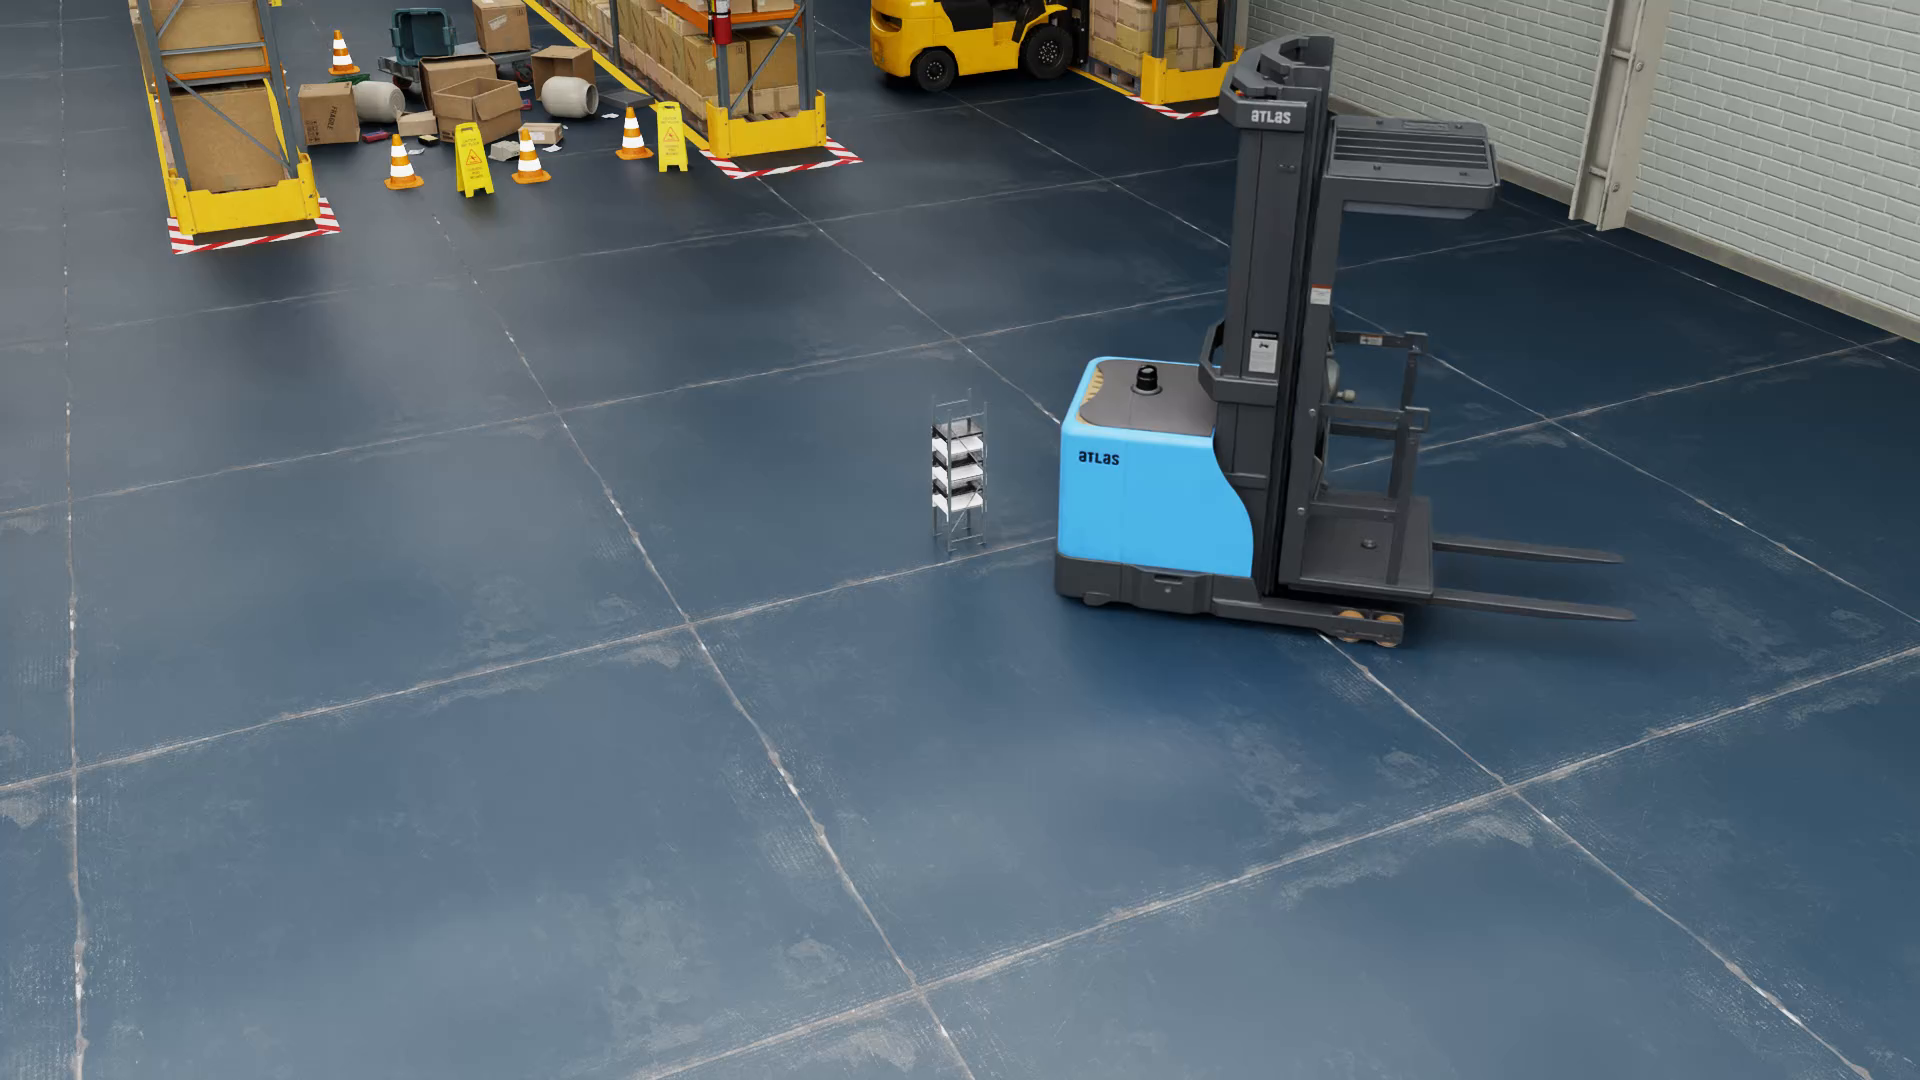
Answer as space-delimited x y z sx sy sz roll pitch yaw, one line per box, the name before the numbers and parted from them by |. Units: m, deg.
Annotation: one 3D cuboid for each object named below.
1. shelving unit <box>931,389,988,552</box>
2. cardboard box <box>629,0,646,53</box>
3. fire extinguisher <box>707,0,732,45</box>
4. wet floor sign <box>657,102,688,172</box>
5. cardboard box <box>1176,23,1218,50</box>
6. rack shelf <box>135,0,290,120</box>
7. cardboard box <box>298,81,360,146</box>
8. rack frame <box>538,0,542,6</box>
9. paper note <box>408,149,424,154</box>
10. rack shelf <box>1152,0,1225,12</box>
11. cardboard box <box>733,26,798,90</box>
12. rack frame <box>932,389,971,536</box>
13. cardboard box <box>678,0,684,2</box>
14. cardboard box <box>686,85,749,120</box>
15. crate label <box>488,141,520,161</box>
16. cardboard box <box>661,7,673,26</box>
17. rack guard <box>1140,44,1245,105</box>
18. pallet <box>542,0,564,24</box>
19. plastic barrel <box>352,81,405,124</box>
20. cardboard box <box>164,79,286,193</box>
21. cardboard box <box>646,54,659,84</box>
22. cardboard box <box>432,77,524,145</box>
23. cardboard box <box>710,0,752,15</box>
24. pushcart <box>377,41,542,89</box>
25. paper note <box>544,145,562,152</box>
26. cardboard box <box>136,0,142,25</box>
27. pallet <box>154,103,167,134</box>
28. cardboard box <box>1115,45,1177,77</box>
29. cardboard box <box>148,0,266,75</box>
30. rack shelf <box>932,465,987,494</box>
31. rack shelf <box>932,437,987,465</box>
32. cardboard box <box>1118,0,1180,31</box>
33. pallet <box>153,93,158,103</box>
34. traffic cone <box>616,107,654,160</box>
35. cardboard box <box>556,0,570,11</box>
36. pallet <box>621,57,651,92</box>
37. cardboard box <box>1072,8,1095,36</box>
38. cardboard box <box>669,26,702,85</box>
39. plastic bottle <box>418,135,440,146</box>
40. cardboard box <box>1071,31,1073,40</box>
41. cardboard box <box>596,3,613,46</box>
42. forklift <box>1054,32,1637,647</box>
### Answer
shelving unit | -0.003 -0.396 9.536 0.258 0.900 0.210 -13 32 -22
cardboard box | -3.372 -5.774 18.595 0.500 0.500 0.500 -12 31 -20
fire extinguisher | -2.272 -5.066 15.797 0.296 0.674 0.183 -13 32 -22
wet floor sign | -2.789 -3.912 16.067 0.267 0.644 0.232 -3 29 -5
cardboard box | 2.563 -5.745 18.798 0.500 0.250 0.500 -12 32 -21
rack shelf | -7.190 -4.733 15.859 1.077 0.370 4.000 -13 32 -22
cardboard box | -6.456 -4.371 17.031 0.500 0.500 0.500 -8 30 -13
rack frame | -5.339 -8.781 22.343 1.000 3.000 0.127 -13 32 -22
paper note | -5.454 -3.898 16.673 0.144 0.017 0.142 -3 29 -5
rack shelf | 1.718 -6.861 19.654 1.077 0.370 4.000 -13 32 -22
cardboard box | -2.012 -4.983 17.185 0.500 0.500 0.500 -14 32 -24
rack frame | -0.047 -0.441 9.616 0.240 0.900 0.006 -13 32 -22
cardboard box | -2.696 -5.572 16.877 0.380 0.149 0.250 -13 32 -21
cardboard box | -2.505 -4.542 17.166 0.500 0.250 0.500 -13 32 -22
crate label | -4.504 -3.869 16.510 0.298 0.136 0.250 19 34 30
cardboard box | -2.919 -5.517 17.474 0.380 0.149 0.250 -12 31 -20
rack guard | 2.587 -5.190 18.495 1.175 0.500 0.348 -13 32 -22
pallet | -5.005 -7.220 22.409 1.003 0.211 1.213 -13 32 -22
plastic barrel | -6.177 -4.628 17.570 0.512 0.421 0.421 7 30 13
cardboard box | -6.683 -3.706 15.034 0.875 0.875 0.875 -13 32 -22
cardboard box | -3.143 -5.214 18.363 0.500 0.250 0.500 -14 32 -23
cardboard box | -4.945 -4.403 17.087 0.637 0.503 0.797 13 32 21
cardboard box | -2.258 -5.258 16.317 0.380 0.149 0.250 -12 31 -20
pushcart | -5.660 -5.370 18.940 0.936 0.377 1.648 26 38 38
paper note | -4.108 -3.952 16.767 0.142 0.019 0.148 26 38 38
cardboard box | -7.498 -5.334 16.042 0.875 0.550 0.550 -13 32 -22
pallet | -7.793 -4.362 17.313 1.003 0.211 1.213 -13 32 -22
cardboard box | 2.090 -5.416 18.724 0.500 0.250 0.500 -13 32 -22
cardboard box | -6.532 -4.383 14.347 0.875 0.550 0.550 -13 32 -22
rack shelf | -0.003 -0.367 9.553 0.258 0.077 0.200 -13 32 -22
rack shelf | -0.003 -0.524 9.465 0.258 0.077 0.200 -13 32 -22
cardboard box | 2.097 -5.849 18.474 0.500 0.250 0.500 -12 31 -20
pallet | -8.448 -5.039 18.521 1.003 0.211 1.213 -13 32 -22
traffic cone | -3.254 -4.060 16.517 0.336 0.463 0.334 -13 32 -22
cardboard box | -4.781 -7.242 21.856 0.950 0.372 0.625 -14 32 -23
pallet | -3.302 -5.509 19.358 1.003 0.211 1.213 -13 32 -22
cardboard box | 1.639 -6.090 19.415 0.500 0.250 0.500 -14 32 -23
cardboard box | -2.711 -5.087 17.371 0.500 0.500 0.500 -12 31 -20
plastic bottle | -5.438 -4.083 16.969 0.283 0.061 0.133 26 38 38
cardboard box | 1.435 -6.086 19.918 0.500 0.250 0.500 -12 31 -20
cardboard box | -3.849 -6.283 20.144 0.950 0.372 0.625 -13 32 -21
forklift | 2.089 -1.003 8.541 3.031 2.935 1.130 7 30 11
